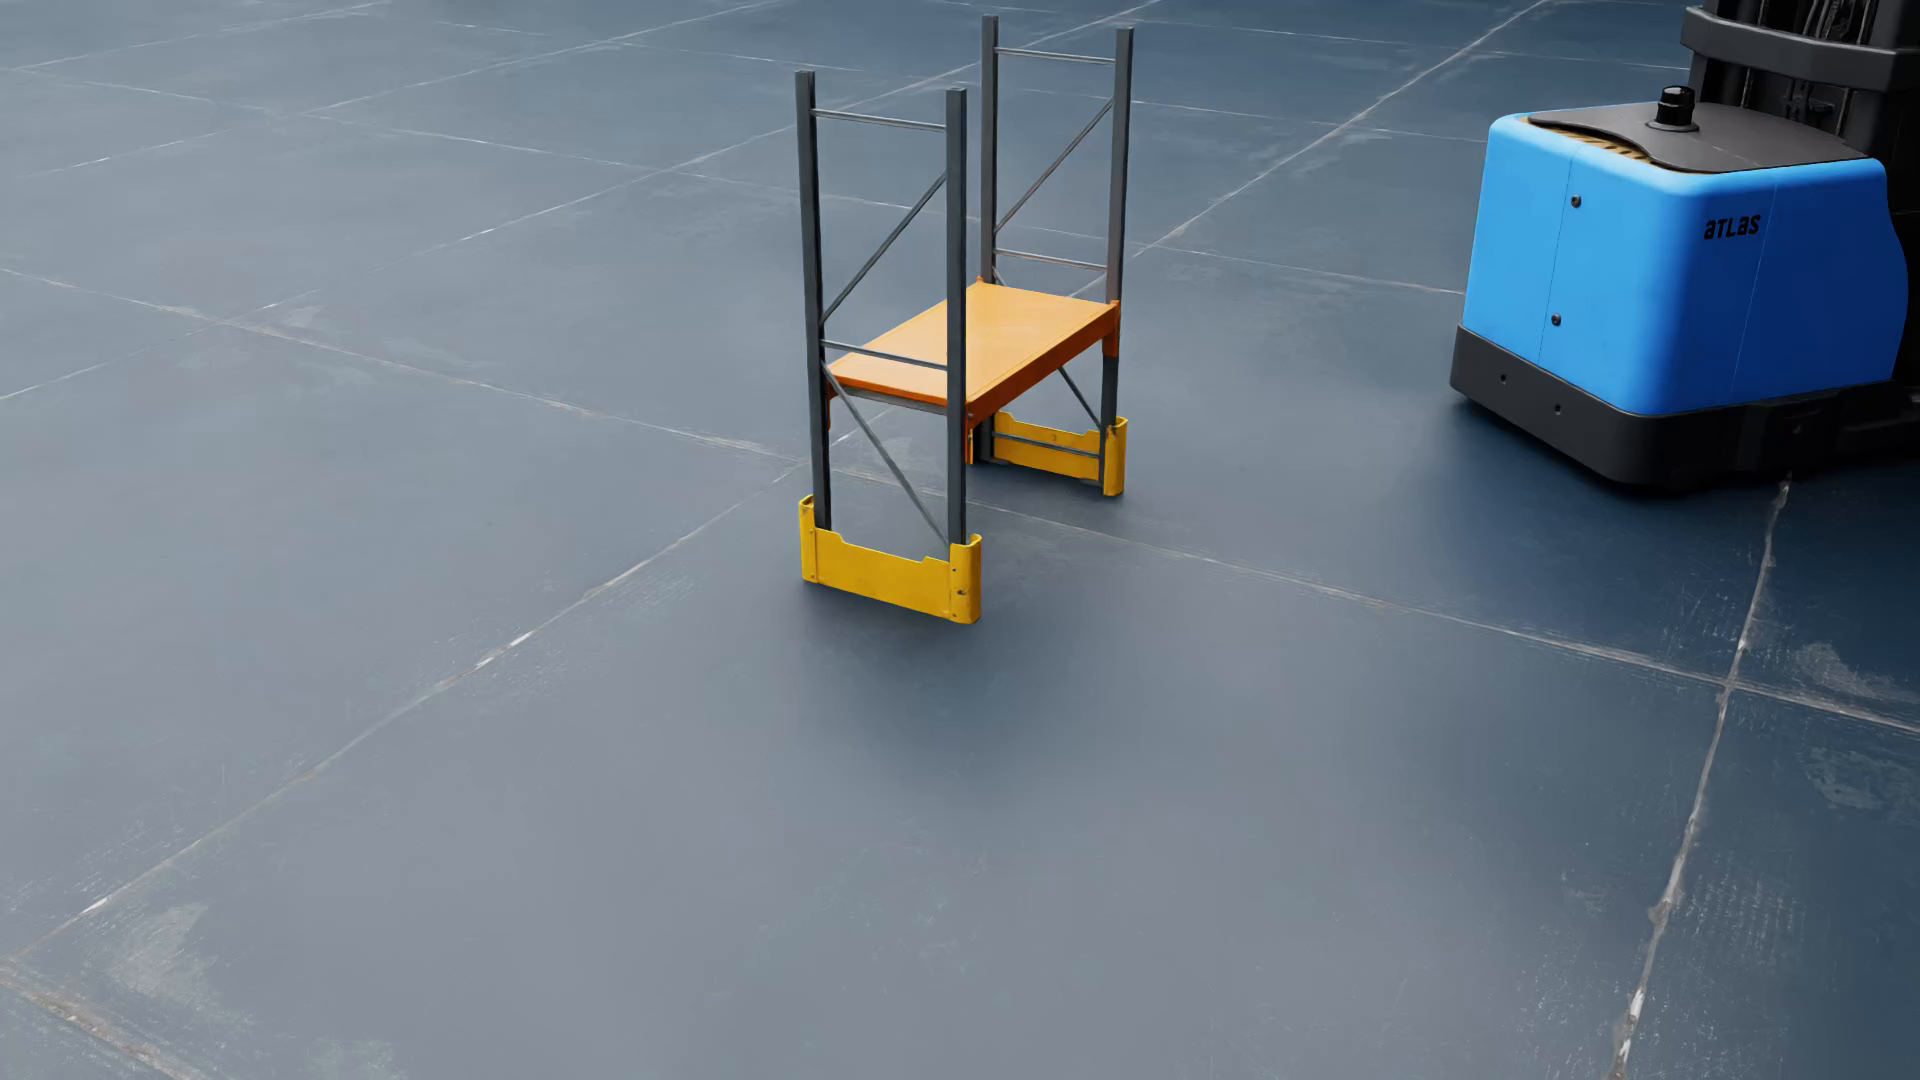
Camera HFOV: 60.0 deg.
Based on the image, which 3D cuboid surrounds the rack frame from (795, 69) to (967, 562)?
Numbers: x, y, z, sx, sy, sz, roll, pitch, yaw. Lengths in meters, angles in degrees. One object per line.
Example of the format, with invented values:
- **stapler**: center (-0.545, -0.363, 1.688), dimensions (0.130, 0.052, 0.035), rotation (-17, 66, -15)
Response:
- **rack frame**: center (-0.208, -0.506, 4.585), dimensions (0.500, 1.500, 0.032), rotation (14, 30, 26)

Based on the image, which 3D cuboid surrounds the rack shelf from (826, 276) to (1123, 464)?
- **rack shelf**: center (0.042, -0.543, 5.061), dimensions (0.538, 0.185, 1.000), rotation (14, 30, 26)

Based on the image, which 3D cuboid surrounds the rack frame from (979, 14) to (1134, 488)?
- **rack frame**: center (0.292, -0.902, 5.376), dimensions (0.500, 1.500, 0.032), rotation (14, 30, 26)

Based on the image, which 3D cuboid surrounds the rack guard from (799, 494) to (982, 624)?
- **rack guard**: center (-0.207, 0.053, 4.866), dimensions (0.587, 0.250, 0.087), rotation (14, 30, 26)

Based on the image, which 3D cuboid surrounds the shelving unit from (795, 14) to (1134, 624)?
- **shelving unit**: center (0.037, -0.700, 4.974), dimensions (0.587, 1.500, 1.083), rotation (14, 30, 26)

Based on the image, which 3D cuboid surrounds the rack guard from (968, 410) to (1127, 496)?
- **rack guard**: center (0.282, -0.336, 5.641), dimensions (0.587, 0.250, 0.087), rotation (14, 30, 26)

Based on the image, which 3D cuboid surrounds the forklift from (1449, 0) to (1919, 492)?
- **forklift**: center (3.414, -1.863, 5.698), dimensions (3.031, 2.935, 1.130), rotation (-9, 28, -18)
